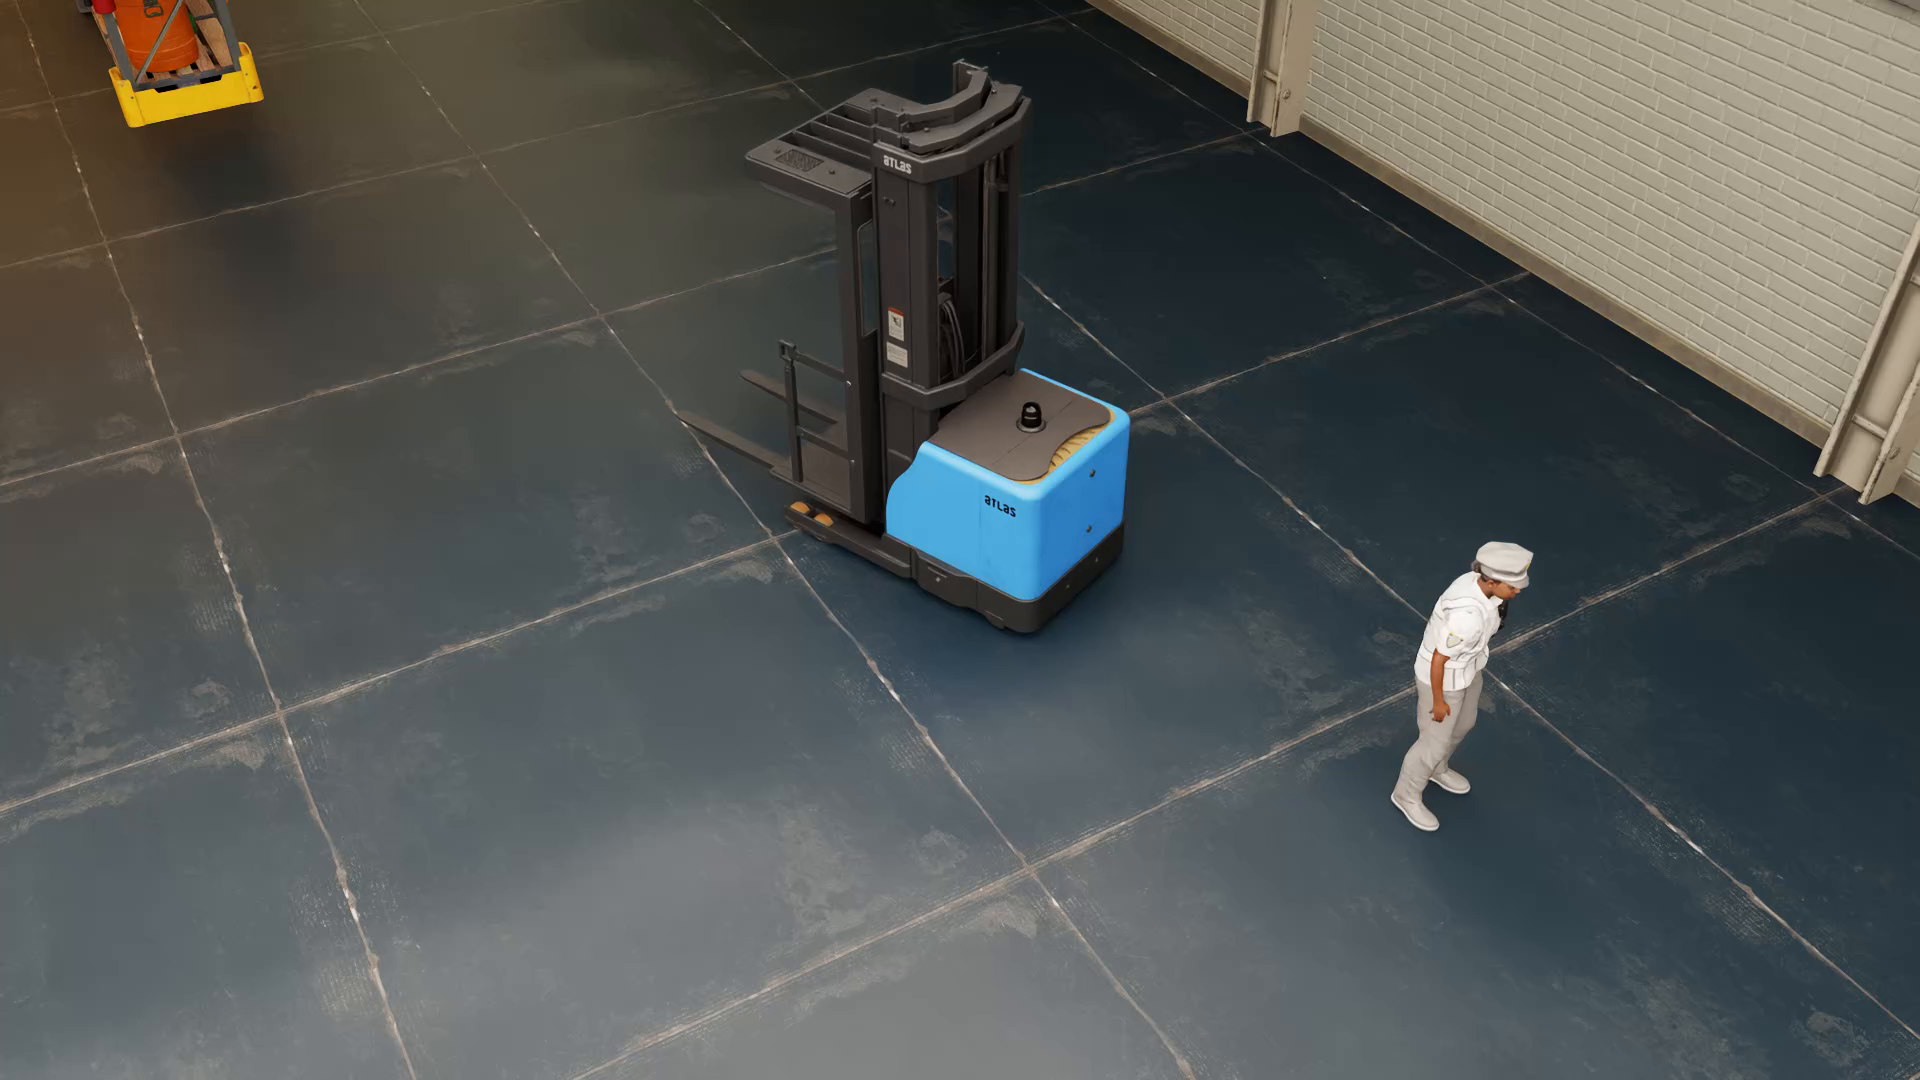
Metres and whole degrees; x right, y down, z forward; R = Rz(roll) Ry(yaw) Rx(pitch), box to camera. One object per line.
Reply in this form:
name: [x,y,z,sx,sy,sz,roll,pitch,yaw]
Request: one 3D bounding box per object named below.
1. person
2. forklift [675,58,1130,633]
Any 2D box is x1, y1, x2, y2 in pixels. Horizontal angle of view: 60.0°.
person: [2.449,0.685,8.210,0.397,1.656,0.518,27,47,29]
forklift: [-0.481,-1.366,9.683,3.031,2.935,1.130,26,46,28]
